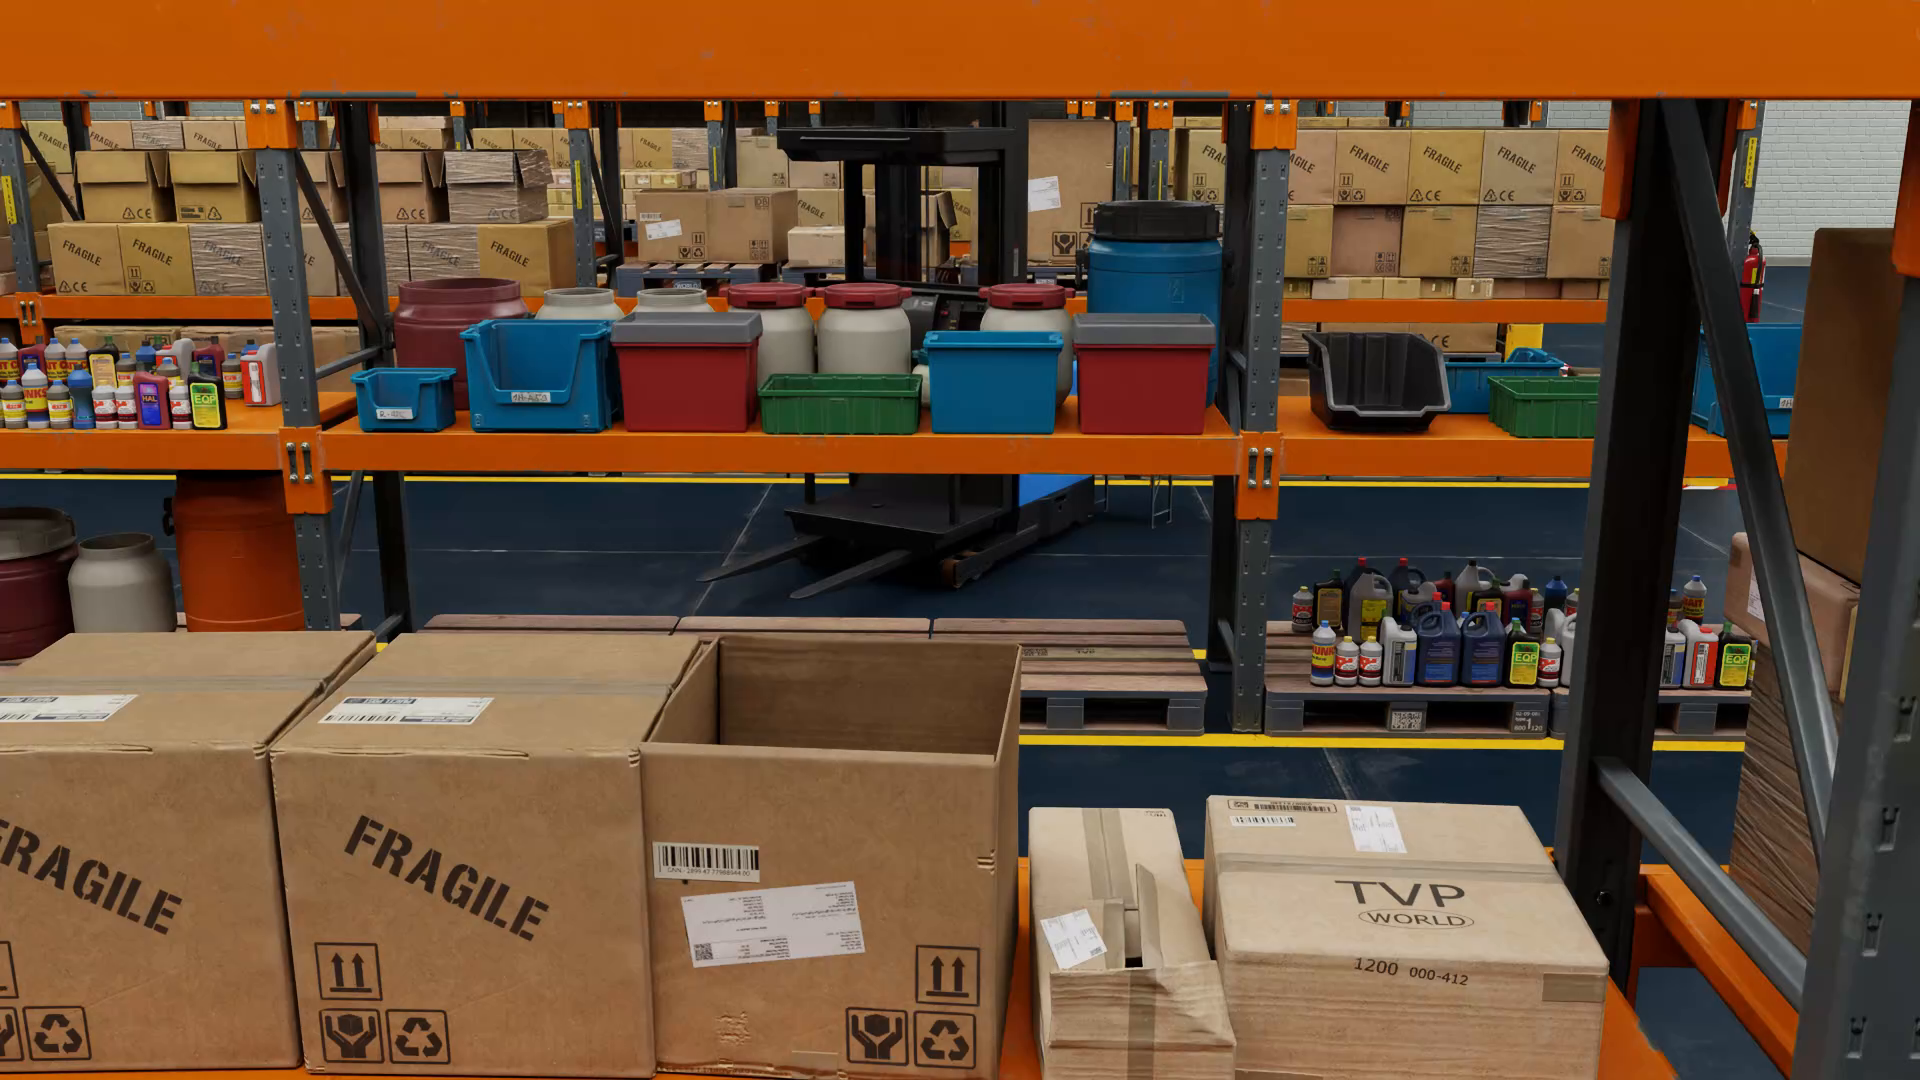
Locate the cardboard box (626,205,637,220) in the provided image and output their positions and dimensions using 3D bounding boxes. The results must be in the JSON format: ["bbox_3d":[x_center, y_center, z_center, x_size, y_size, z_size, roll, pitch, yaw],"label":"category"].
[{"bbox_3d":[-3.147,-3.265,16.503,0.250,0.149,0.380,0,15,1],"label":"cardboard box"}]

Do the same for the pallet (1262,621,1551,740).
[{"bbox_3d":[1.921,0.622,7.570,1.213,0.211,1.003,0,15,1],"label":"pallet"}]

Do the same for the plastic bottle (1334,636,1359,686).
[{"bbox_3d":[1.660,0.513,7.138,0.097,0.201,0.097,0,15,0],"label":"plastic bottle"}]

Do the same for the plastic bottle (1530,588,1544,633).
[{"bbox_3d":[2.698,0.329,7.838,0.097,0.201,0.097,0,15,0],"label":"plastic bottle"}]

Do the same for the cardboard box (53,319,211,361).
[{"bbox_3d":[-5.980,-1.234,12.477,0.875,0.875,1.225,0,15,2],"label":"cardboard box"}]

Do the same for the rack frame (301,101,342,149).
[{"bbox_3d":[-6.392,-3.321,17.048,0.127,3.000,1.000,0,15,1],"label":"rack frame"}]

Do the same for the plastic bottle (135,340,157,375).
[{"bbox_3d":[-3.751,-0.786,7.691,0.097,0.271,0.097,0,15,0],"label":"plastic bottle"}]

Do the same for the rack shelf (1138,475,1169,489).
[{"bbox_3d":[1.098,-0.456,10.758,0.480,0.148,0.258,11,18,36],"label":"rack shelf"}]

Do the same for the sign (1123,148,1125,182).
[{"bbox_3d":[1.601,-3.652,16.188,0.005,0.325,0.100,0,15,1],"label":"sign"}]

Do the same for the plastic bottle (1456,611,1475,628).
[{"bbox_3d":[2.195,0.446,7.255,0.097,0.271,0.097,0,15,0],"label":"plastic bottle"}]

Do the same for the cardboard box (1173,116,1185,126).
[{"bbox_3d":[2.575,-5.141,21.205,0.500,0.500,0.700,0,15,2],"label":"cardboard box"}]

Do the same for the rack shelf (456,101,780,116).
[{"bbox_3d":[-4.368,-5.674,21.495,4.000,0.370,1.077,0,15,1],"label":"rack shelf"}]

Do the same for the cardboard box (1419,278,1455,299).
[{"bbox_3d":[3.336,-1.809,11.808,0.250,0.149,0.380,0,15,1],"label":"cardboard box"}]

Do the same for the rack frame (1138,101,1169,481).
[{"bbox_3d":[1.377,-2.005,12.059,0.127,3.000,1.000,0,15,1],"label":"rack frame"}]

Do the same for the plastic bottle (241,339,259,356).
[{"bbox_3d":[-3.287,-0.798,7.739,0.097,0.271,0.097,0,15,0],"label":"plastic bottle"}]

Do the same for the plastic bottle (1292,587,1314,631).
[{"bbox_3d":[1.622,0.322,7.864,0.097,0.201,0.097,0,15,0],"label":"plastic bottle"}]

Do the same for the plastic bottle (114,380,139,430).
[{"bbox_3d":[-3.509,-0.572,7.019,0.097,0.201,0.097,0,15,0],"label":"plastic bottle"}]

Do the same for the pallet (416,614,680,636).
[{"bbox_3d":[-1.974,0.596,7.669,1.213,0.211,1.003,0,15,1],"label":"pallet"}]

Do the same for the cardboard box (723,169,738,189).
[{"bbox_3d":[-2.859,-4.666,21.458,0.500,0.250,0.500,0,15,1],"label":"cardboard box"}]

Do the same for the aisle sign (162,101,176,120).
[{"bbox_3d":[-10.430,-5.947,21.904,0.004,0.787,0.394,0,15,1],"label":"aisle sign"}]

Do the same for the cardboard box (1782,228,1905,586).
[{"bbox_3d":[1.564,-0.153,2.300,0.500,0.500,0.700,0,15,2],"label":"cardboard box"}]

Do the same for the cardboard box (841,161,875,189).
[{"bbox_3d":[-0.926,-3.816,16.766,0.500,0.500,0.700,0,15,1],"label":"cardboard box"}]

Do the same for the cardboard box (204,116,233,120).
[{"bbox_3d":[-9.497,-5.368,21.380,0.250,0.149,0.380,1,15,3],"label":"cardboard box"}]

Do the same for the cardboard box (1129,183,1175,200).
[{"bbox_3d":[1.974,-3.342,16.834,0.550,0.550,0.875,0,15,1],"label":"cardboard box"}]

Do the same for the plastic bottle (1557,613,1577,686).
[{"bbox_3d":[2.661,0.442,7.117,0.185,0.351,0.144,0,15,1],"label":"plastic bottle"}]

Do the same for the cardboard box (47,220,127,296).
[{"bbox_3d":[-6.167,-2.038,11.990,0.500,0.500,0.500,0,15,2],"label":"cardboard box"}]

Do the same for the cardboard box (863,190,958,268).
[{"bbox_3d":[-0.358,-2.245,11.945,0.637,0.503,0.797,2,15,7],"label":"cardboard box"}]

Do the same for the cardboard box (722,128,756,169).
[{"bbox_3d":[-2.892,-5.027,21.356,0.500,0.500,0.500,0,15,0],"label":"cardboard box"}]

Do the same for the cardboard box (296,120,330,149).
[{"bbox_3d":[-6.837,-4.062,17.116,0.500,0.500,0.500,1,15,3],"label":"cardboard box"}]

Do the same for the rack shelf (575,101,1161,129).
[{"bbox_3d":[-0.622,-3.120,11.817,4.000,0.370,1.077,0,15,1],"label":"rack shelf"}]

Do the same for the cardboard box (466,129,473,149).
[{"bbox_3d":[-7.726,-6.361,26.813,0.500,0.500,0.500,0,15,0],"label":"cardboard box"}]

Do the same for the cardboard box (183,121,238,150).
[{"bbox_3d":[-7.386,-3.933,16.627,0.500,0.500,0.500,0,15,0],"label":"cardboard box"}]

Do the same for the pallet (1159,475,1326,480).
[{"bbox_3d":[2.050,-0.661,12.432,1.213,0.211,1.003,0,15,1],"label":"pallet"}]

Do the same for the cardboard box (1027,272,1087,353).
[{"bbox_3d":[0.982,-2.365,17.012,0.750,0.750,1.050,0,15,1],"label":"cardboard box"}]

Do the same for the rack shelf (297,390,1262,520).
[{"bbox_3d":[-0.748,-0.407,7.412,4.000,0.370,1.077,0,15,1],"label":"rack shelf"}]

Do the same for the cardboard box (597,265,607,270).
[{"bbox_3d":[-3.584,-2.722,17.382,0.500,0.250,0.500,0,15,1],"label":"cardboard box"}]

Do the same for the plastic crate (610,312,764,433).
[{"bbox_3d":[-1.140,-0.710,7.026,0.583,0.464,0.402,0,15,1],"label":"plastic crate"}]

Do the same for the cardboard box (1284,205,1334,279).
[{"bbox_3d":[2.325,-2.166,11.891,0.500,0.500,0.875,0,15,1],"label":"cardboard box"}]

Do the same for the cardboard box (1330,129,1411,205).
[{"bbox_3d":[2.820,-2.606,11.600,0.500,0.500,0.500,0,15,1],"label":"cardboard box"}]

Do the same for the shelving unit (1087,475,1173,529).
[{"bbox_3d":[1.098,-0.713,10.690,0.503,1.200,0.258,11,18,36],"label":"shelving unit"}]

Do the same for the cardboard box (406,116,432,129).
[{"bbox_3d":[-6.944,-5.380,21.423,0.250,0.149,0.380,1,15,3],"label":"cardboard box"}]

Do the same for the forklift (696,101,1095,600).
[{"bbox_3d":[-0.319,-1.281,9.449,1.130,2.935,3.031,9,17,30],"label":"forklift"}]

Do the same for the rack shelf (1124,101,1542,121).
[{"bbox_3d":[3.604,-4.358,16.510,4.000,0.370,1.077,0,15,1],"label":"rack shelf"}]

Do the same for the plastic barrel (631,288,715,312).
[{"bbox_3d":[-1.293,-0.867,7.526,0.421,0.512,0.421,0,15,0],"label":"plastic barrel"}]

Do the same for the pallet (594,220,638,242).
[{"bbox_3d":[-3.109,-3.180,16.888,1.003,0.211,1.213,0,15,1],"label":"pallet"}]

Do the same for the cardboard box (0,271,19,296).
[{"bbox_3d":[-6.933,-1.854,11.979,0.250,0.149,0.380,0,15,2],"label":"cardboard box"}]

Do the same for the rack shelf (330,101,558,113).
[{"bbox_3d":[-8.243,-6.966,26.392,4.000,0.370,1.077,0,15,1],"label":"rack shelf"}]

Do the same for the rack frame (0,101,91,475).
[{"bbox_3d":[-6.620,-2.057,12.256,0.127,3.000,1.000,0,15,1],"label":"rack frame"}]

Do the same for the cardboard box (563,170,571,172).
[{"bbox_3d":[-3.900,-3.724,17.077,0.250,0.149,0.380,1,15,4],"label":"cardboard box"}]

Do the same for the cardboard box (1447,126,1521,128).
[{"bbox_3d":[5.234,-3.850,16.641,0.550,0.550,0.875,0,15,1],"label":"cardboard box"}]

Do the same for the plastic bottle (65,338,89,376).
[{"bbox_3d":[-4.114,-0.804,7.759,0.097,0.271,0.097,0,15,0],"label":"plastic bottle"}]
